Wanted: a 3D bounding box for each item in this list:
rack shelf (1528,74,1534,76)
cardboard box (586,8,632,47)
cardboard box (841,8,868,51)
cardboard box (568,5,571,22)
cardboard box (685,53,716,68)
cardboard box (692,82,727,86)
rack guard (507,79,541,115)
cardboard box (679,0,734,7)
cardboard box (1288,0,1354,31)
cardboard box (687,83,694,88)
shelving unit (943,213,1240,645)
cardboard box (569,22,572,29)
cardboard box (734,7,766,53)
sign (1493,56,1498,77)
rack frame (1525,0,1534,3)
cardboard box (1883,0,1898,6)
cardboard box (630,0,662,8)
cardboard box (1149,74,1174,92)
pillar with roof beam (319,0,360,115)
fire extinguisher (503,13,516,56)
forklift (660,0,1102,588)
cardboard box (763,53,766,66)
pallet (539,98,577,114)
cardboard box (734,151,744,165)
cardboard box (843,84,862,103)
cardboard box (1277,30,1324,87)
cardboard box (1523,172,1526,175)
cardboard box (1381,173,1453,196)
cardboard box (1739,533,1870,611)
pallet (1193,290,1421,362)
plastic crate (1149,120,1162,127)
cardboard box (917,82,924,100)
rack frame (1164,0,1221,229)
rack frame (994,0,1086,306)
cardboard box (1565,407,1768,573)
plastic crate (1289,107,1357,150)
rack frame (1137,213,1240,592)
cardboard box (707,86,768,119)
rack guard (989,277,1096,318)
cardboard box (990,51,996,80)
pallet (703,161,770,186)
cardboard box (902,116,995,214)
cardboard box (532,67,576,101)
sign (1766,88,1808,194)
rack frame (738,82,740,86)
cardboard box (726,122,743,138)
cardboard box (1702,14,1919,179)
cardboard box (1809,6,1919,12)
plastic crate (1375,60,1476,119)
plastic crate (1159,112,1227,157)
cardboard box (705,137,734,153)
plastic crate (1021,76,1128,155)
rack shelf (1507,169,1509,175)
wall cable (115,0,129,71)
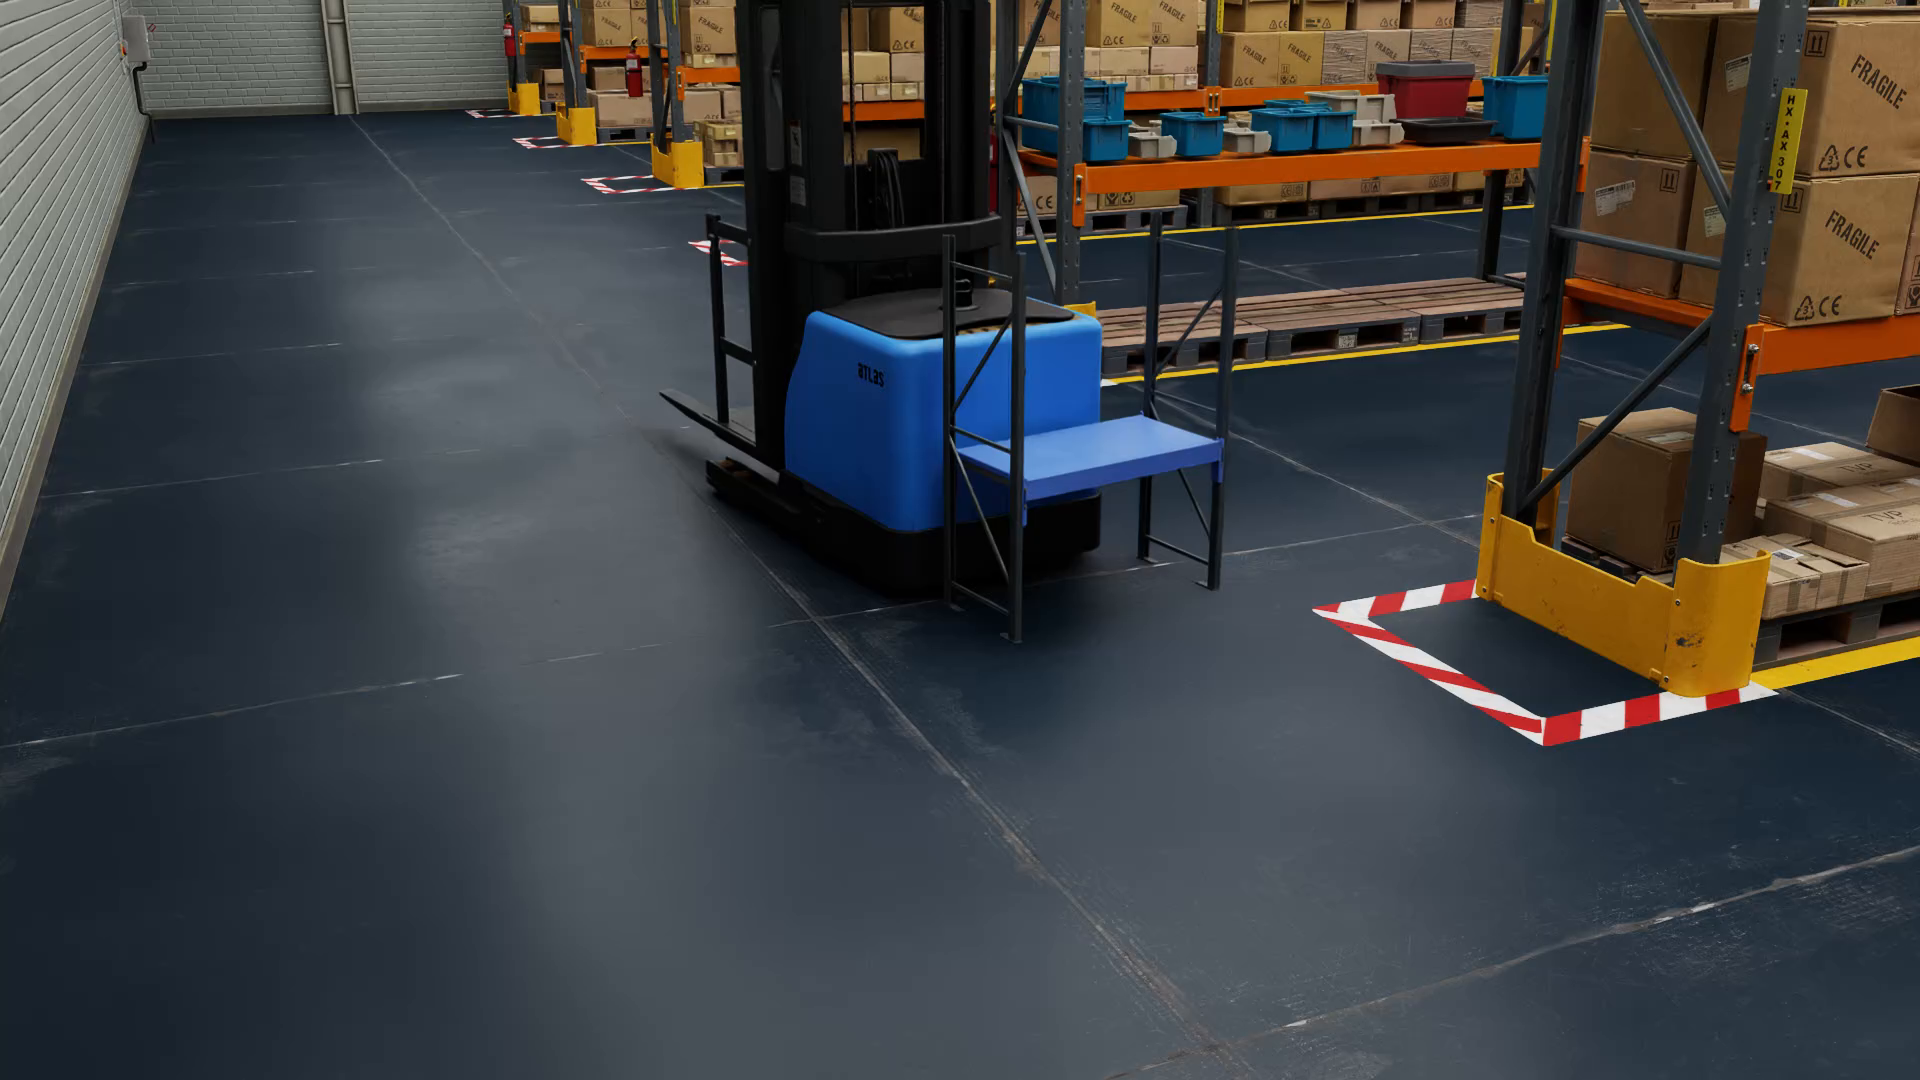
[{"bbox_3d":[1.076,-8.974,22.558,12.004,5.032,15.950,-8,21,-22],"label":"rack shelf"},{"bbox_3d":[-4.857,-7.103,23.028,0.500,0.500,0.500,-8,21,-22],"label":"cardboard box"},{"bbox_3d":[-1.143,-4.625,14.791,0.500,0.500,0.500,-8,21,-21],"label":"cardboard box"},{"bbox_3d":[-6.395,-8.707,27.511,0.500,0.250,0.500,-8,21,-21],"label":"cardboard box"},{"bbox_3d":[-2.931,-5.408,18.743,0.250,0.149,0.380,-8,21,-22],"label":"cardboard box"},{"bbox_3d":[-4.408,-8.034,29.240,0.500,0.311,0.500,-7,21,-20],"label":"cardboard box"},{"bbox_3d":[-7.311,-7.424,27.855,0.348,0.500,1.175,-8,21,-22],"label":"rack guard"},{"bbox_3d":[-2.840,-6.221,18.570,0.500,0.500,0.500,-8,21,-22],"label":"cardboard box"},{"bbox_3d":[3.405,-5.278,16.334,0.637,0.503,0.797,-8,21,-21],"label":"cardboard box"},{"bbox_3d":[-4.806,-7.901,29.105,0.250,0.149,0.380,-8,21,-23],"label":"cardboard box"},{"bbox_3d":[0.508,-0.470,6.599,1.048,1.500,0.538,-13,23,-32],"label":"shelving unit"},{"bbox_3d":[-6.528,-8.527,27.601,0.250,0.149,0.380,-8,21,-23],"label":"cardboard box"},{"bbox_3d":[-2.355,-5.824,18.948,0.500,0.500,0.500,-8,21,-22],"label":"cardboard box"},{"bbox_3d":[3.933,-3.372,12.166,0.005,0.325,0.100,-8,21,-22],"label":"sign"},{"bbox_3d":[7.661,-7.162,23.347,0.127,3.000,1.000,-8,21,-22],"label":"rack frame"},{"bbox_3d":[10.505,-6.344,18.918,0.500,0.500,0.500,-8,21,-22],"label":"cardboard box"},{"bbox_3d":[-4.386,-7.645,23.063,0.500,0.500,0.500,-9,21,-23],"label":"cardboard box"},{"bbox_3d":[1.800,-4.292,15.572,0.250,0.149,0.380,-8,21,-21],"label":"cardboard box"},{"bbox_3d":[-8.508,-10.030,22.459,0.400,9.000,9.100,-8,21,-22],"label":"pillar with roof beam"},{"bbox_3d":[-7.333,-8.221,27.031,0.183,0.674,0.296,-8,21,-22],"label":"fire extinguisher"},{"bbox_3d":[-0.586,-1.625,7.723,1.130,2.935,3.031,-11,22,-29],"label":"forklift"},{"bbox_3d":[-2.261,-5.549,19.144,0.250,0.149,0.380,-7,21,-19],"label":"cardboard box"},{"bbox_3d":[-6.579,-7.393,28.201,1.213,0.211,1.003,-8,21,-22],"label":"pallet"},{"bbox_3d":[-2.542,-4.468,19.355,0.250,0.149,0.380,-8,21,-22],"label":"cardboard box"},{"bbox_3d":[-1.029,-3.886,14.419,0.250,0.149,0.380,-8,21,-21],"label":"cardboard box"},{"bbox_3d":[3.169,-4.682,16.152,0.500,0.500,0.500,-8,21,-22],"label":"cardboard box"},{"bbox_3d":[6.467,-4.233,18.129,0.500,0.500,0.700,-9,21,-25],"label":"cardboard box"},{"bbox_3d":[4.396,-4.107,17.236,0.875,0.875,1.225,-8,21,-22],"label":"cardboard box"},{"bbox_3d":[3.185,0.109,6.299,0.250,0.166,0.380,-8,21,-22],"label":"cardboard box"},{"bbox_3d":[2.367,-1.488,11.431,1.213,0.211,1.003,-8,21,-22],"label":"pallet"},{"bbox_3d":[1.425,-2.648,10.832,0.243,0.136,0.396,-8,21,-22],"label":"plastic crate"},{"bbox_3d":[-0.320,-3.988,14.711,0.250,0.149,0.380,-8,21,-23],"label":"cardboard box"},{"bbox_3d":[2.187,-4.584,16.025,0.127,3.000,1.000,-8,21,-22],"label":"rack frame"},{"bbox_3d":[0.476,-2.548,10.241,0.127,3.000,1.000,-8,21,-22],"label":"rack frame"},{"bbox_3d":[2.836,-0.212,6.708,0.500,0.500,0.500,-8,21,-22],"label":"cardboard box"},{"bbox_3d":[2.318,-2.642,10.670,0.300,0.233,0.416,-8,21,-22],"label":"plastic crate"},{"bbox_3d":[0.930,-0.564,6.865,0.032,1.500,0.500,-13,23,-32],"label":"rack frame"},{"bbox_3d":[-3.179,-6.428,24.487,0.875,0.438,0.875,-9,21,-24],"label":"cardboard box"},{"bbox_3d":[0.459,-1.361,10.636,0.348,0.500,1.175,-8,21,-22],"label":"rack guard"},{"bbox_3d":[-0.001,-4.244,14.836,0.500,0.250,0.500,-9,21,-24],"label":"cardboard box"},{"bbox_3d":[-2.528,-4.375,19.628,1.213,0.211,1.003,-8,21,-22],"label":"pallet"},{"bbox_3d":[-0.094,-3.482,15.462,0.875,0.875,0.875,-8,21,-22],"label":"cardboard box"},{"bbox_3d":[-6.782,-7.665,27.902,0.637,0.503,0.797,-9,21,-24],"label":"cardboard box"},{"bbox_3d":[2.650,-1.279,5.336,0.005,0.325,0.100,-8,21,-22],"label":"sign"},{"bbox_3d":[-3.708,-9.119,28.905,0.127,3.000,1.000,-8,21,-22],"label":"rack frame"},{"bbox_3d":[-2.537,-4.756,19.278,0.250,0.149,0.380,-8,21,-21],"label":"cardboard box"},{"bbox_3d":[2.946,-1.533,5.704,0.500,0.500,0.500,-7,21,-20],"label":"cardboard box"},{"bbox_3d":[3.672,-1.834,6.558,0.500,0.500,0.500,-8,21,-20],"label":"cardboard box"},{"bbox_3d":[3.230,-3.091,11.598,0.583,0.464,0.402,-8,21,-22],"label":"plastic crate"},{"bbox_3d":[1.437,-2.516,10.312,0.300,0.233,0.416,-8,21,-22],"label":"plastic crate"},{"bbox_3d":[-2.775,-4.568,19.192,0.250,0.149,0.380,-7,21,-20],"label":"cardboard box"},{"bbox_3d":[0.709,-2.694,10.512,0.499,0.435,0.616,-8,21,-22],"label":"plastic crate"},{"bbox_3d":[5.985,-2.998,12.602,4.000,0.370,1.077,-8,21,-22],"label":"rack shelf"},{"bbox_3d":[-11.152,-7.241,22.042,0.122,1.984,0.588,-8,21,-22],"label":"wall cable"}]
